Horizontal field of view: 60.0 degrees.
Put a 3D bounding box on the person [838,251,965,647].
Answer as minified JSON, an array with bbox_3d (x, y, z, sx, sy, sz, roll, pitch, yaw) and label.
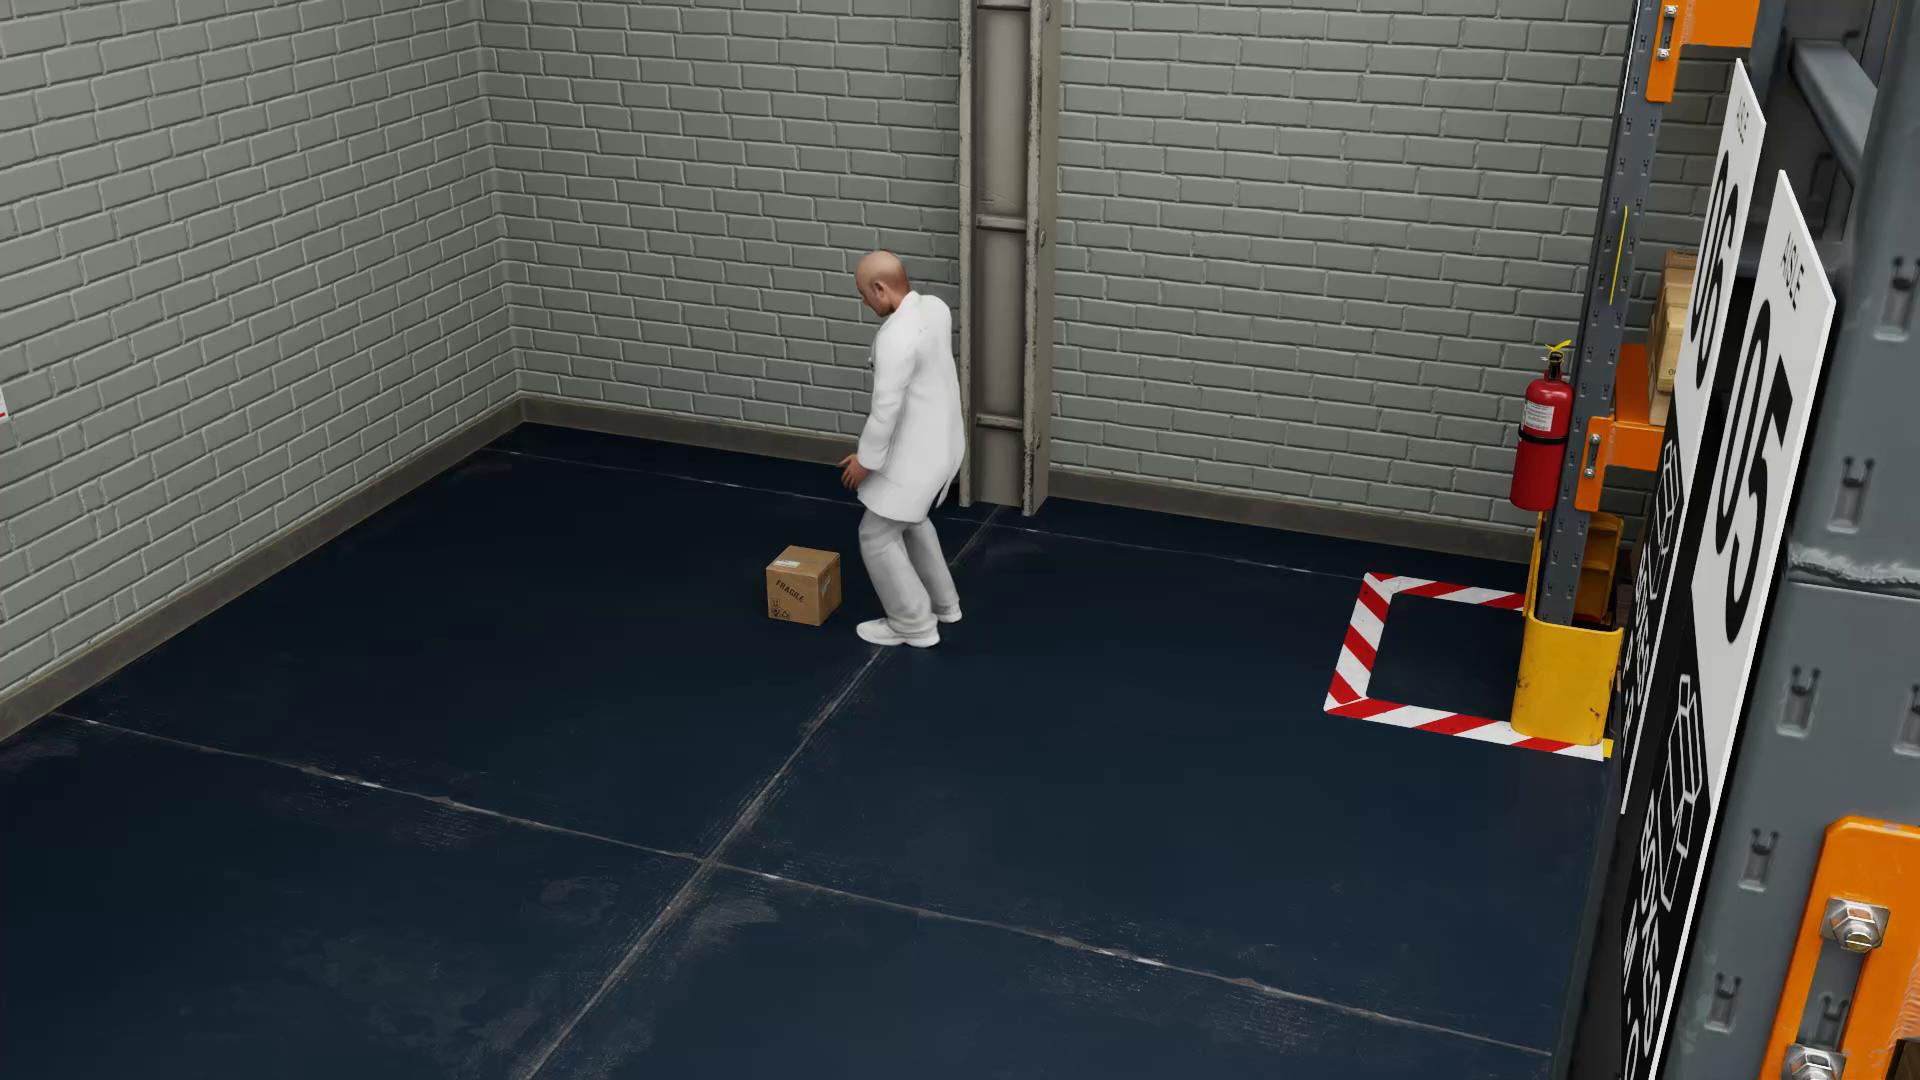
[{"bbox_3d":[-0.223,-0.369,6.991,0.441,1.715,0.595,9,27,19],"label":"person"}]
